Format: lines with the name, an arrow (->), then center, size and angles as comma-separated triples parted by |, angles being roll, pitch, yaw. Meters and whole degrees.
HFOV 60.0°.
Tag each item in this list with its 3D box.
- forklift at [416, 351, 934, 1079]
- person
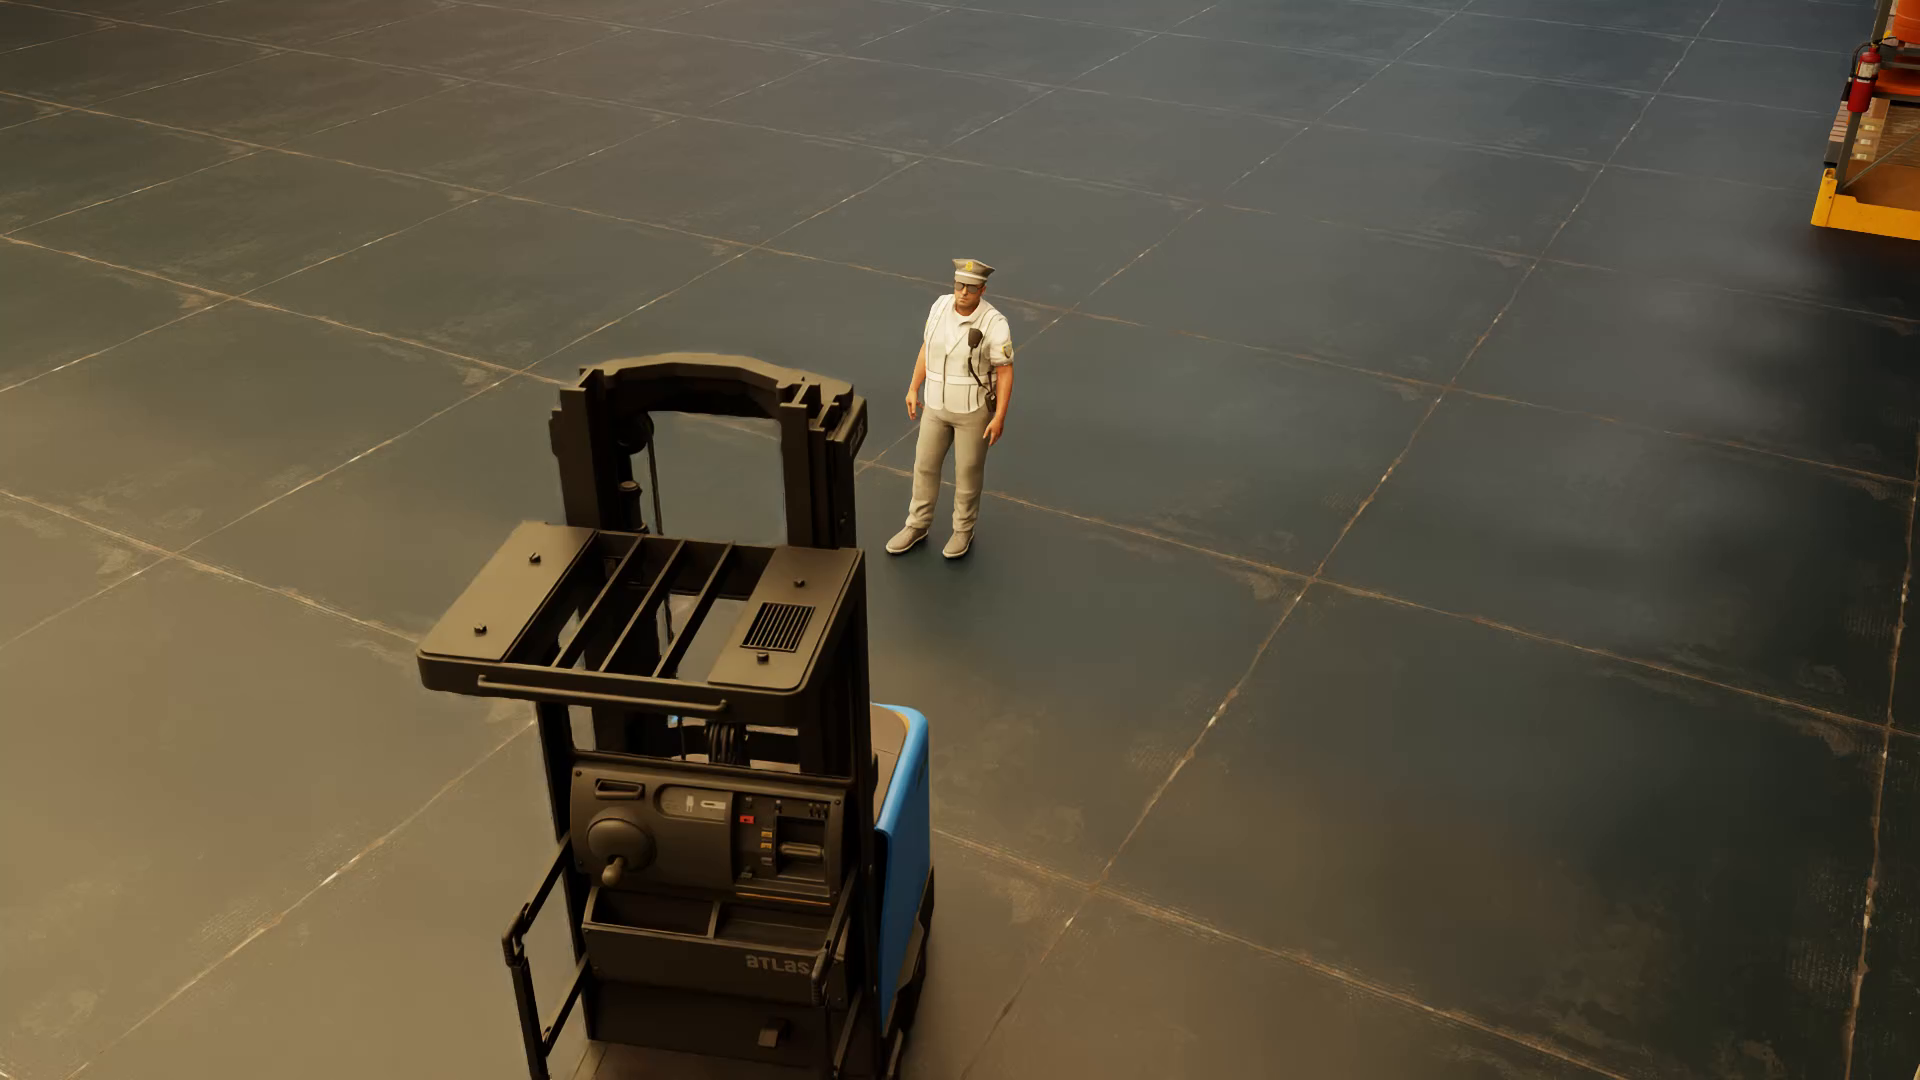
forklift -> -0.870, 1.020, 5.303 | 1.130, 2.935, 3.031 | 5, 30, 8
person -> -0.048, -0.747, 9.500 | 0.640, 1.781, 0.575 | 15, 33, 25
